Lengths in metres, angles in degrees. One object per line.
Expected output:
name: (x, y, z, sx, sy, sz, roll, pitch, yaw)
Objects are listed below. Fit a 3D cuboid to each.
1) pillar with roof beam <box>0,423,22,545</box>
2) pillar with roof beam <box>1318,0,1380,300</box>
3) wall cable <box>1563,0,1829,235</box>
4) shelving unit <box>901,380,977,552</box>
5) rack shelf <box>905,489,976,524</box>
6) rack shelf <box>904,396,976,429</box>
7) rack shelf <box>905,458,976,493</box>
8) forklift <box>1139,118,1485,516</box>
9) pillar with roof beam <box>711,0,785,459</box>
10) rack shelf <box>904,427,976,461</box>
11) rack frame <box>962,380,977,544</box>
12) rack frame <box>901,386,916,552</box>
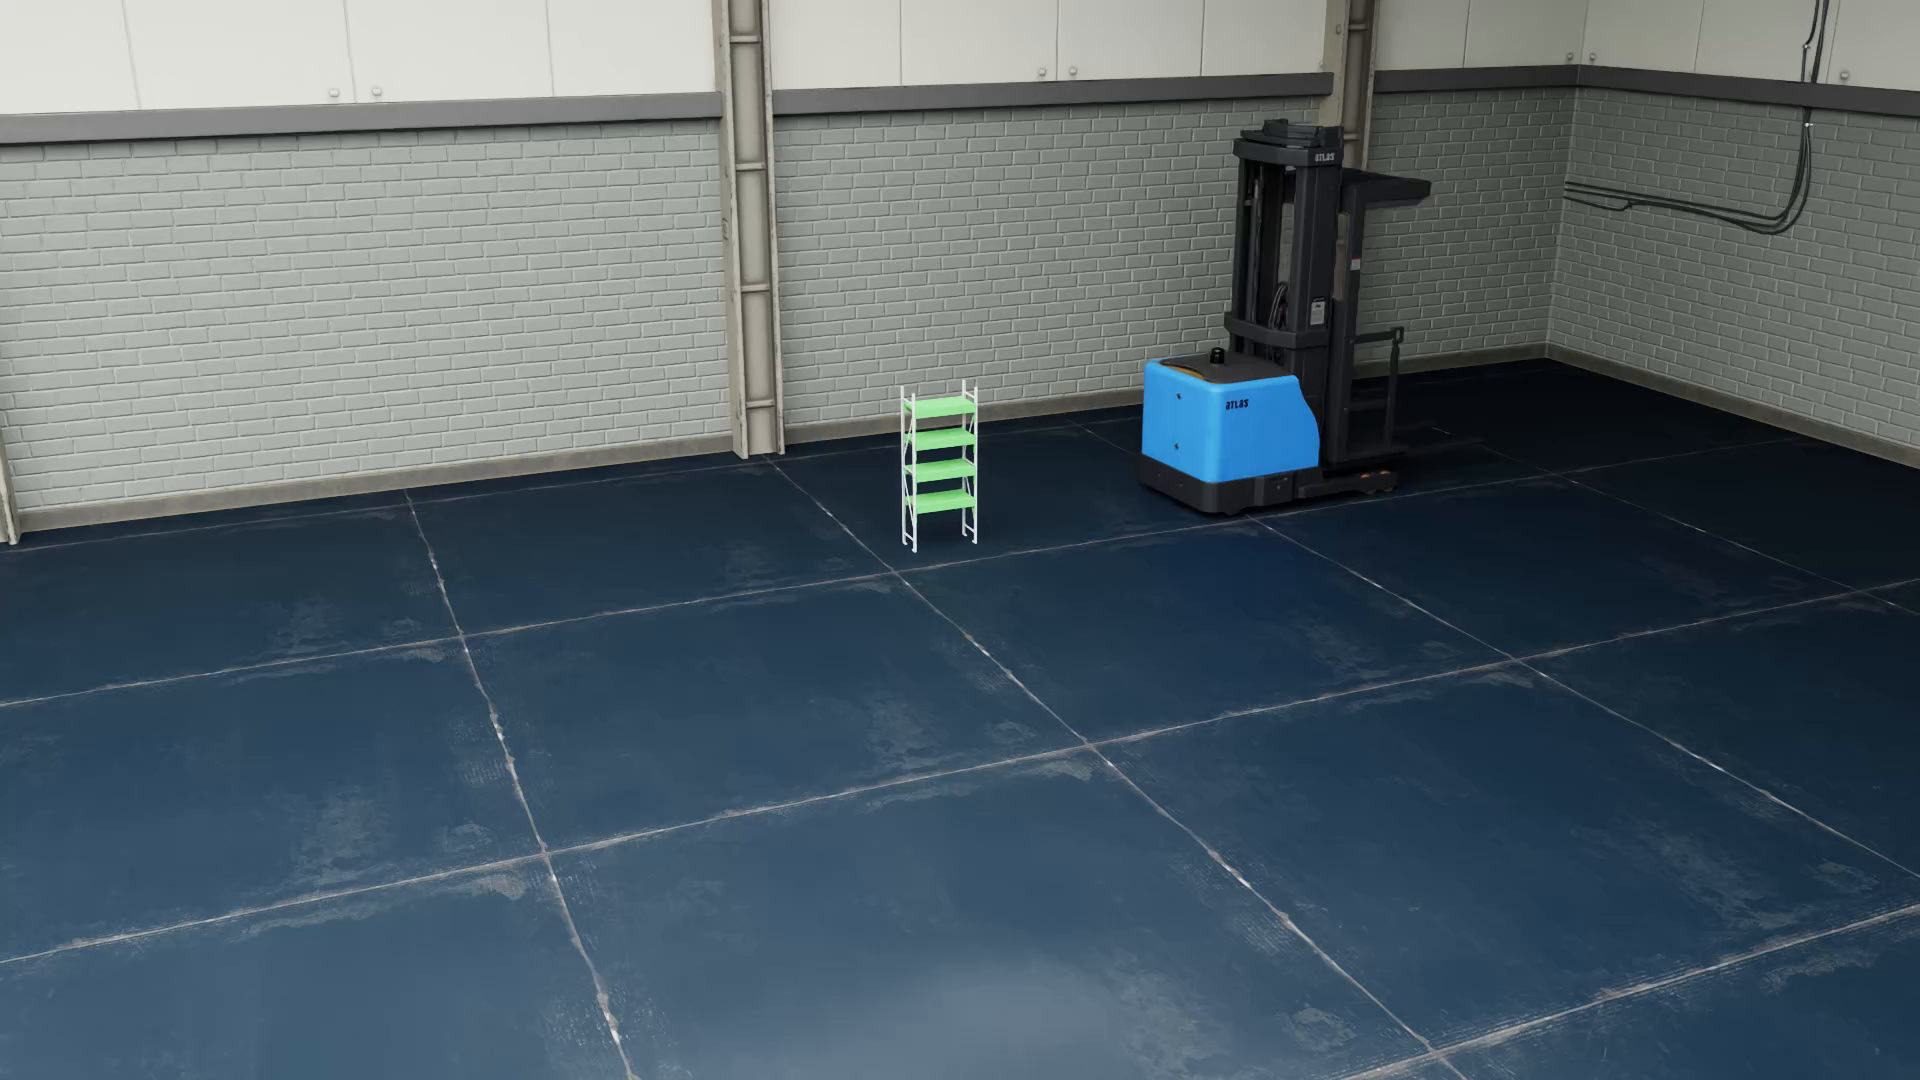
pillar with roof beam: (-5.588, -2.925, 7.280, 0.400, 9.000, 9.100, -8, 21, -22)
pillar with roof beam: (5.431, -4.504, 11.764, 0.400, 9.000, 9.100, -8, 21, -22)
wall cable: (6.955, -4.336, 15.964, 0.112, 2.526, 3.097, -8, 21, -22)
shelving unit: (-0.152, -0.544, 12.261, 0.503, 1.200, 0.258, -8, 21, -22)
rack shelf: (-0.152, -0.258, 12.362, 0.480, 0.148, 0.258, -8, 21, -22)
rack shelf: (-0.152, -0.937, 12.123, 0.480, 0.148, 0.258, -8, 21, -22)
rack shelf: (-0.152, -0.484, 12.282, 0.480, 0.148, 0.258, -8, 21, -22)
forklift: (3.021, -1.898, 13.500, 3.031, 2.935, 1.130, -10, 22, -26)
pillar with roof beam: (-0.078, -3.715, 9.522, 0.400, 9.000, 9.100, -8, 21, -22)
rack shelf: (-0.152, -0.710, 12.202, 0.480, 0.148, 0.258, -8, 21, -22)
rack frame: (0.072, -0.576, 12.352, 0.015, 1.200, 0.240, -8, 21, -22)
rack frame: (-0.376, -0.512, 12.170, 0.015, 1.200, 0.240, -8, 21, -22)
